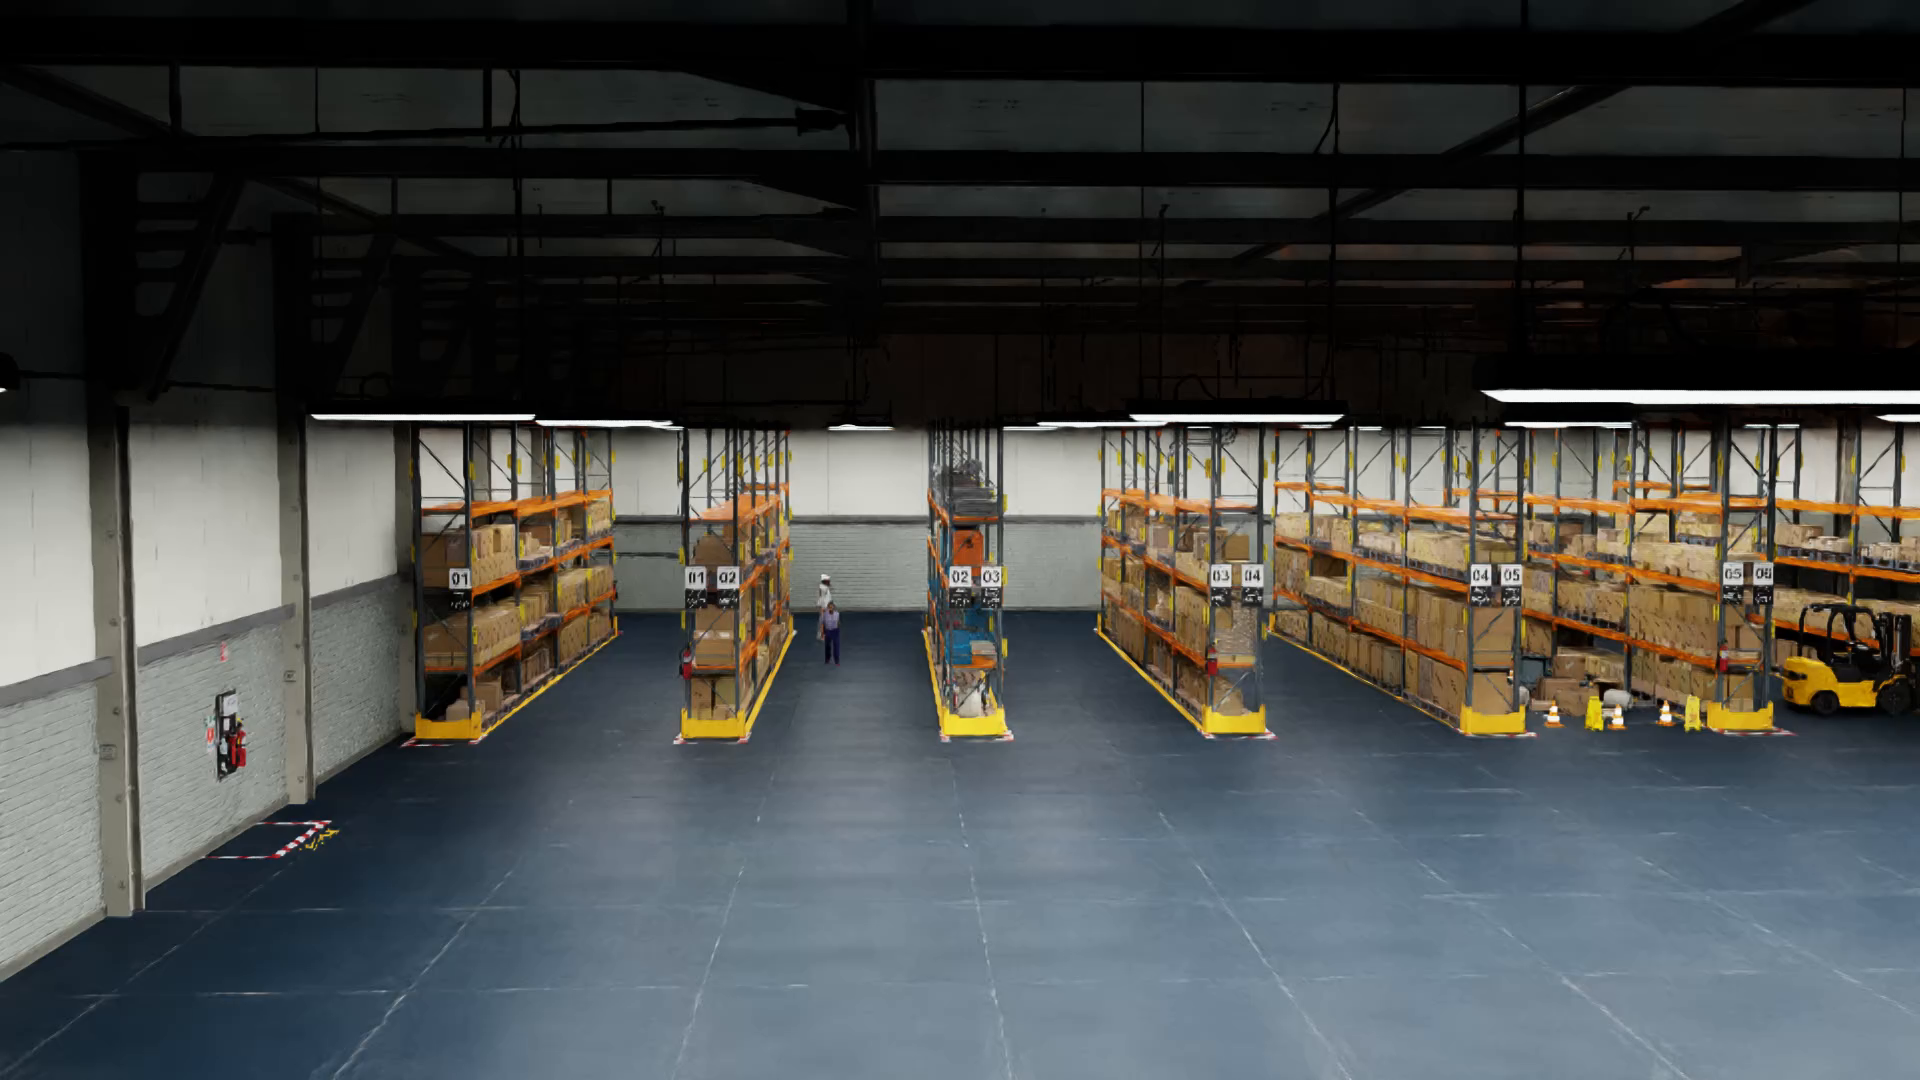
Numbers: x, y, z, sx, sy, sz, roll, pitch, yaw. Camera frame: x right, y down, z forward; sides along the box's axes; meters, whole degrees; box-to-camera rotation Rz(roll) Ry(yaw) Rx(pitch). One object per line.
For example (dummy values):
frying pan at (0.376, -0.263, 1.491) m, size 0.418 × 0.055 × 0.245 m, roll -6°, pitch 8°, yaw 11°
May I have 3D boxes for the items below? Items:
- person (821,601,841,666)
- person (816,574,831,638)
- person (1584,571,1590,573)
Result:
person at (-3.168, 2.266, 40.741) m, size 0.482 × 1.565 × 1.090 m, roll 0°, pitch 4°, yaw -4°
person at (-3.755, 1.824, 46.094) m, size 0.479 × 1.773 × 0.622 m, roll 0°, pitch 4°, yaw 3°
person at (17.697, 1.756, 46.990) m, size 0.483 × 1.787 × 0.637 m, roll 0°, pitch 4°, yaw -7°
